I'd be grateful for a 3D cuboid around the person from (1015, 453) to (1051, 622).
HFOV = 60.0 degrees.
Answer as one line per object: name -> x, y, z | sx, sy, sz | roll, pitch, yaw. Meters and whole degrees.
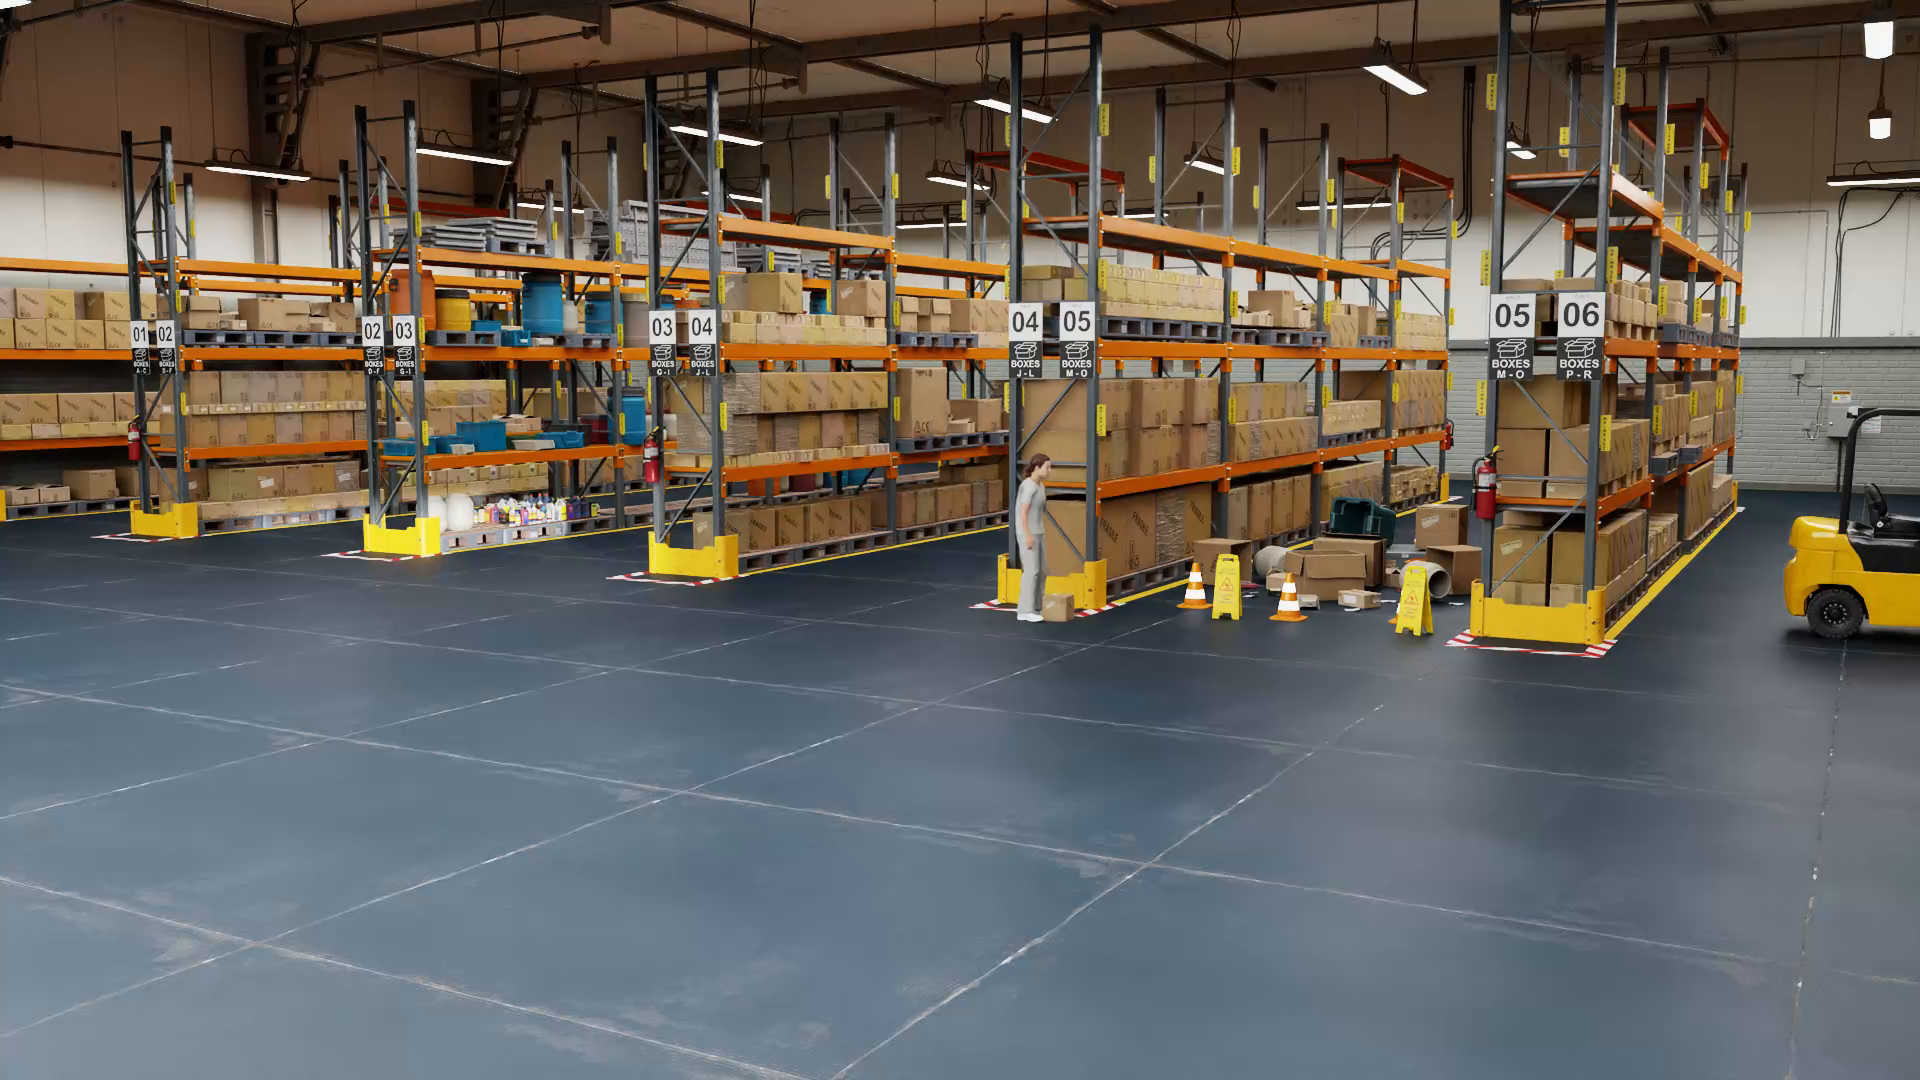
person -> 0.744, -0.038, 16.699 | 0.362, 1.671, 0.501 | 2, 6, 21
